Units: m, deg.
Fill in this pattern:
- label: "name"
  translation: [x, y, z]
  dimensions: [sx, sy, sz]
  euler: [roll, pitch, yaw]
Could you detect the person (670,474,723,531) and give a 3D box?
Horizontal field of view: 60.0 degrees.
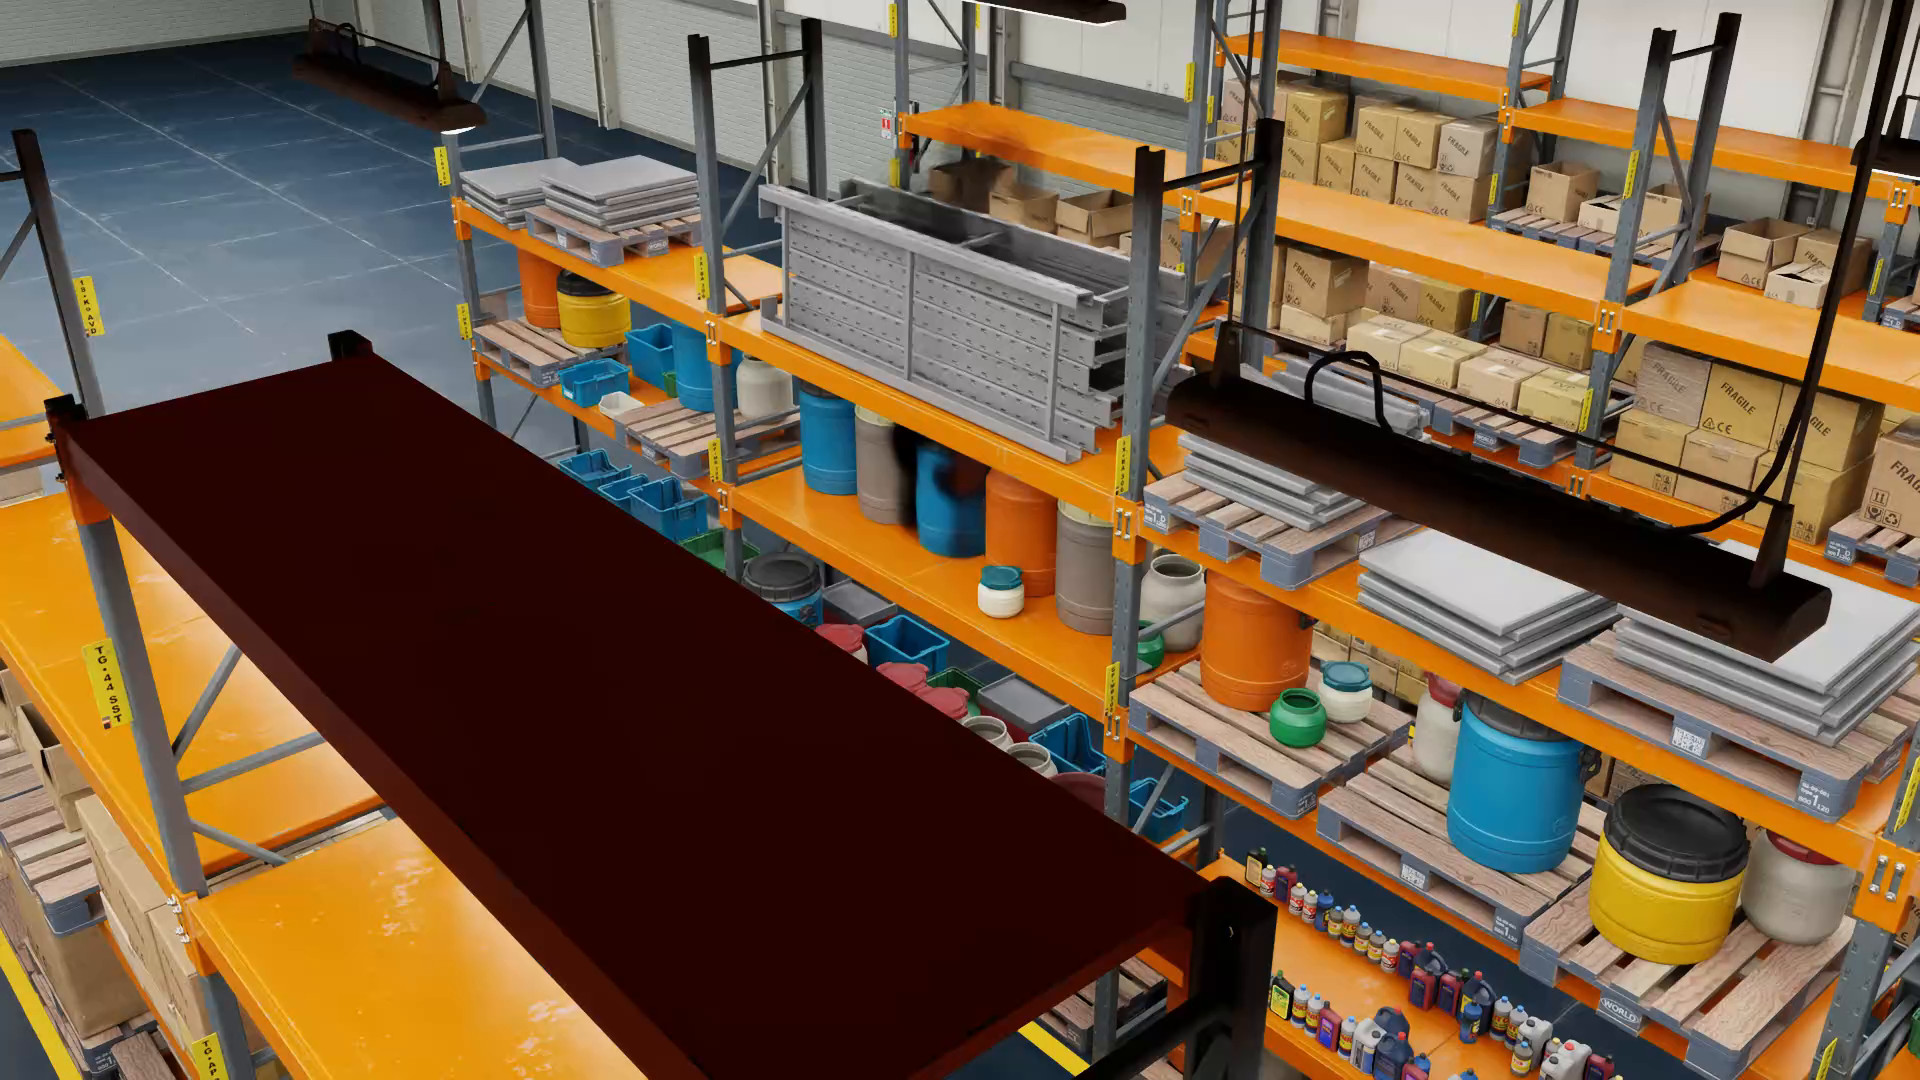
- label: "person"
  translation: [-2.661, -0.595, 16.857]
  dimensions: [0.726, 1.732, 0.713]
  euler: [17, 31, 30]
